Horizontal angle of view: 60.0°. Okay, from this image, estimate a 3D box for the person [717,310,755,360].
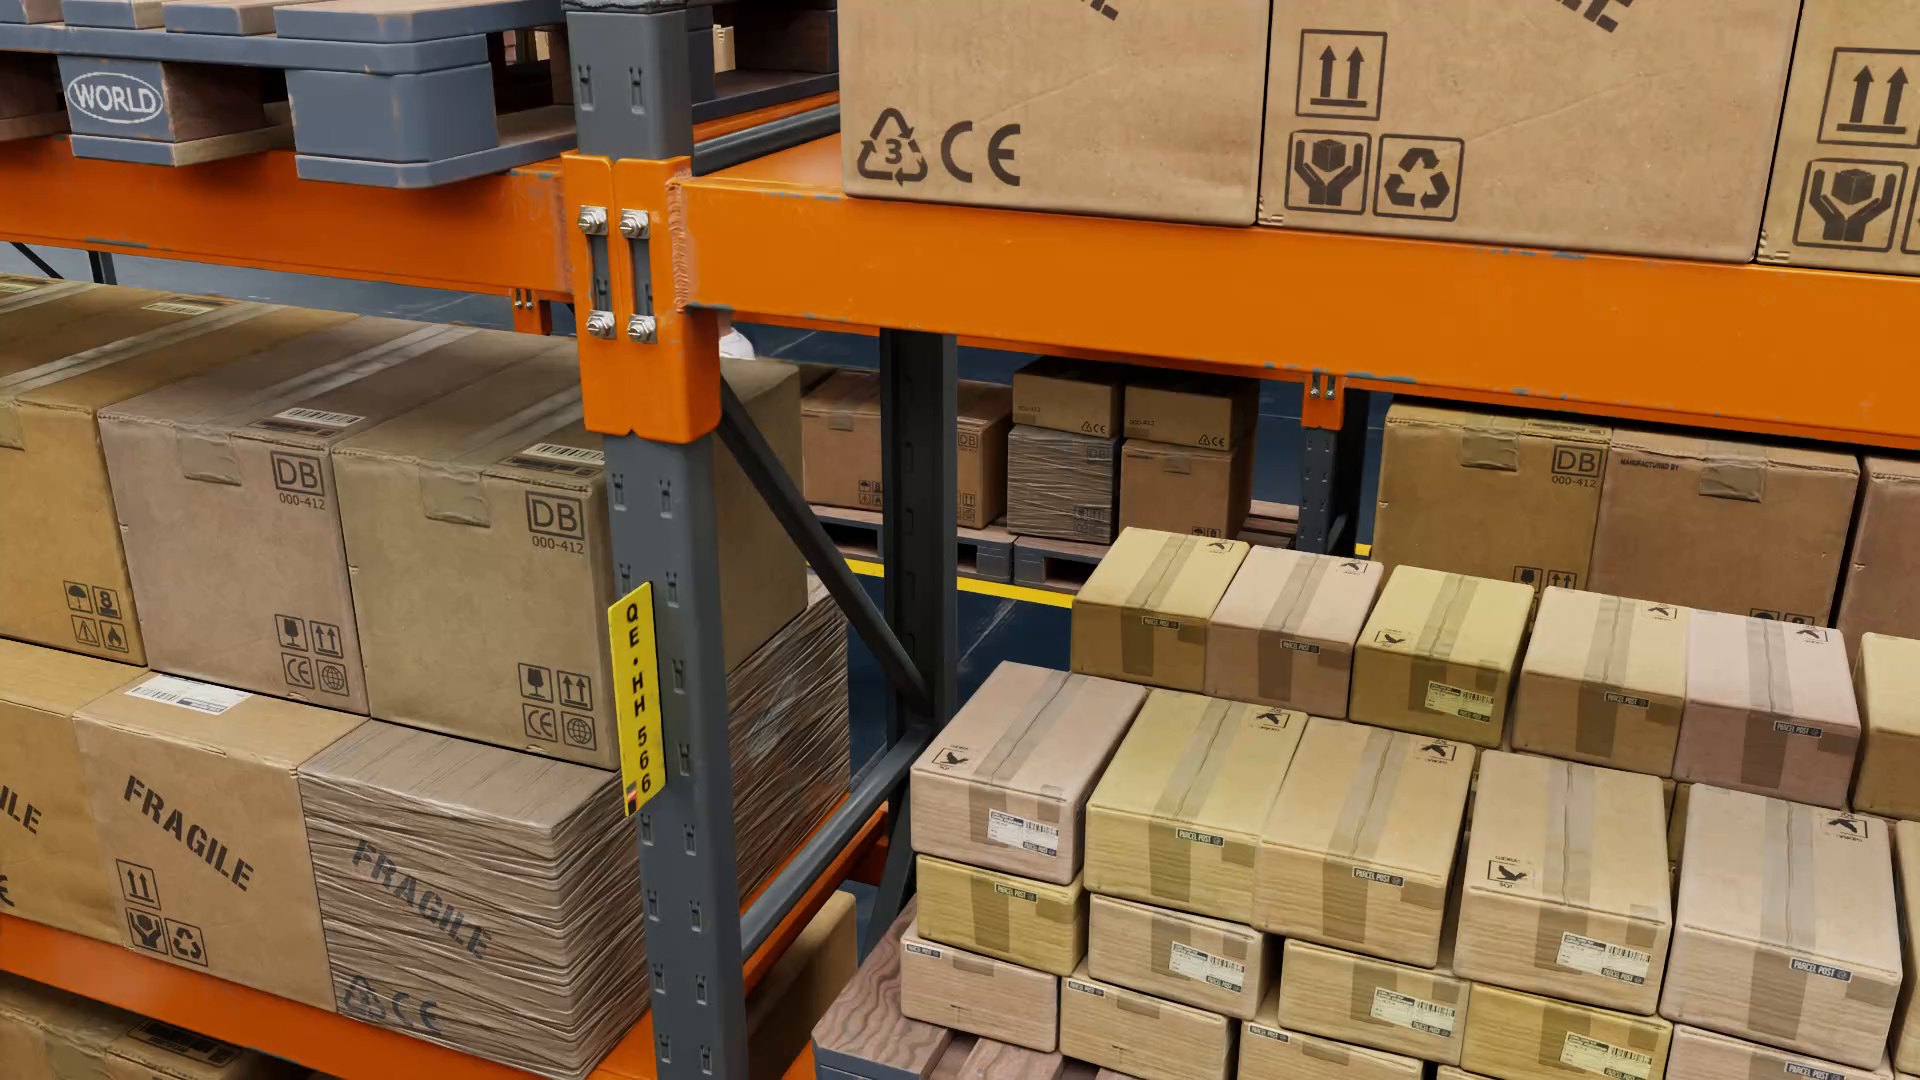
[{"bbox_3d":[-0.947,-0.177,6.468,0.452,1.798,0.543,-2,22,-5],"label":"person"}]
